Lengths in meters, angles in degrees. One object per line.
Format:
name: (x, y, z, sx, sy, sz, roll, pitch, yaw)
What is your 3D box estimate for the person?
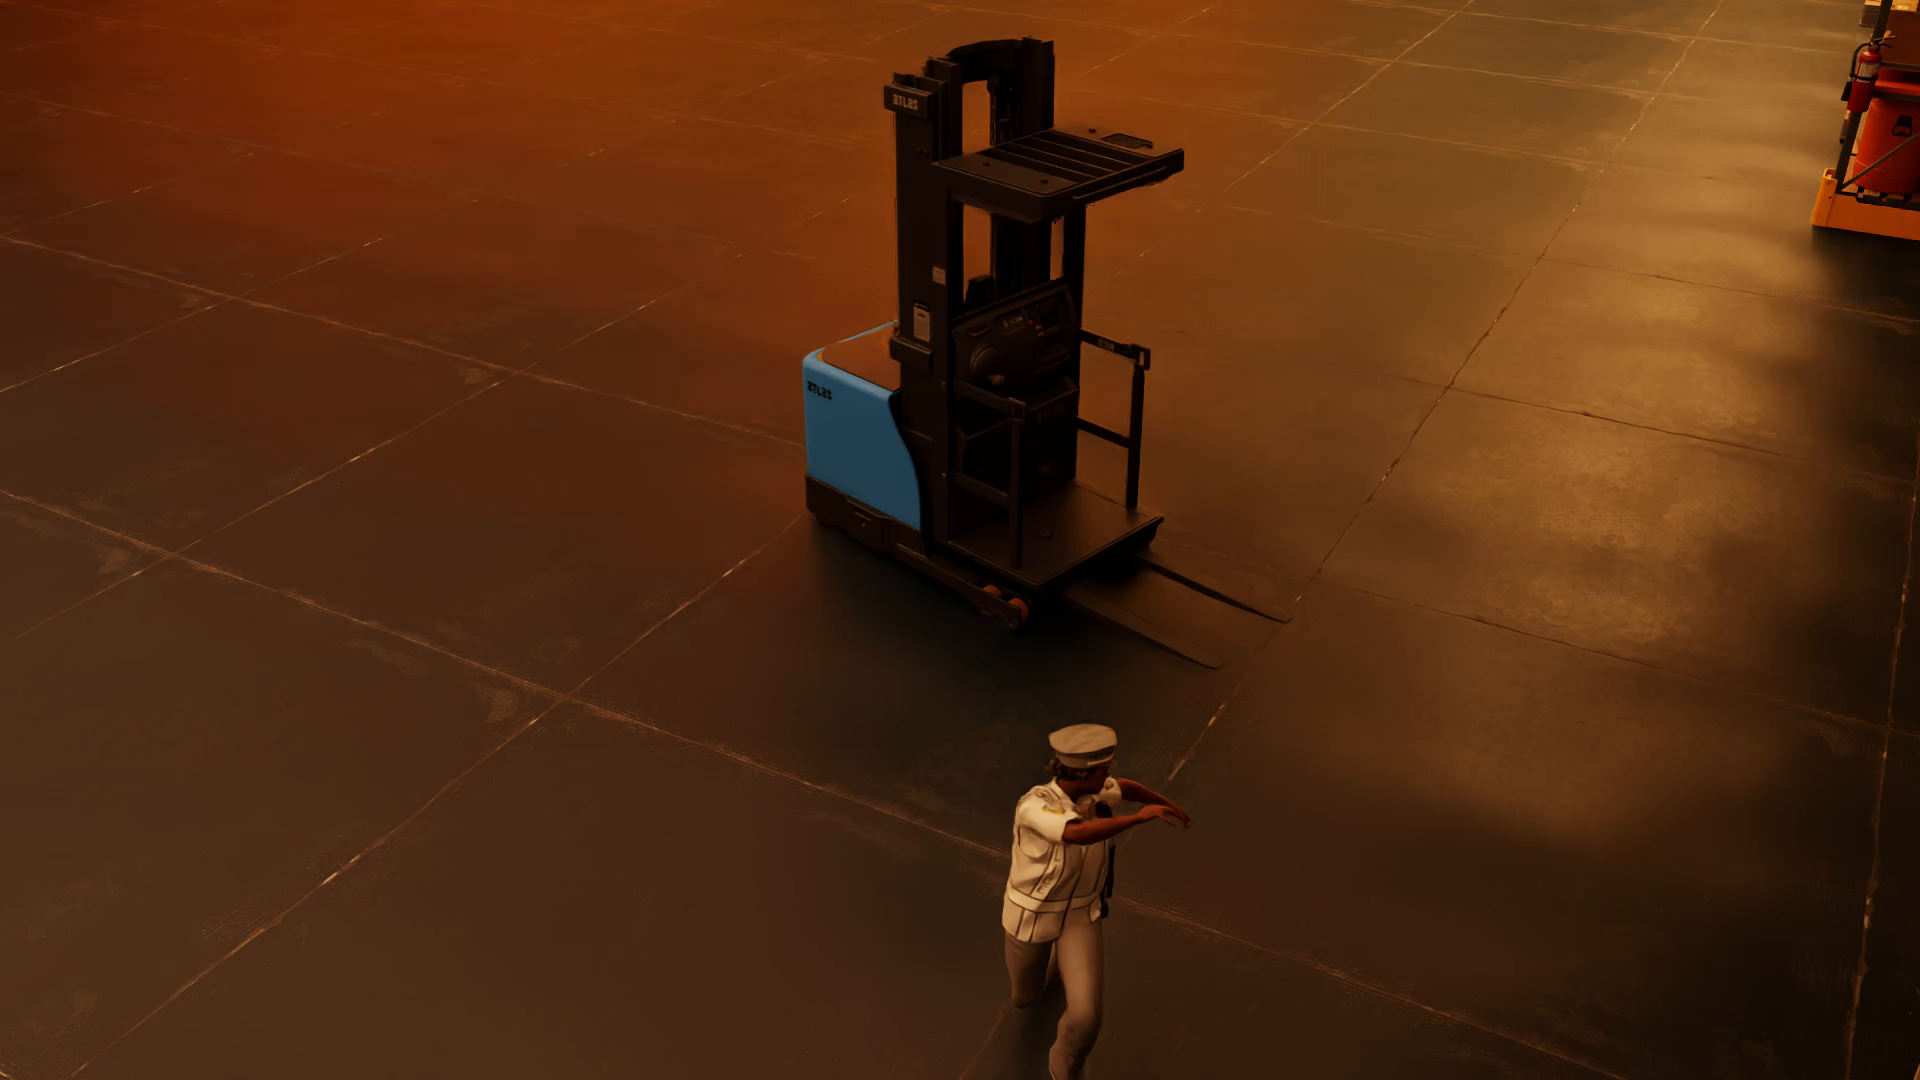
person: (0.576, 1.353, 6.295, 0.853, 1.386, 0.953, -6, 31, -11)

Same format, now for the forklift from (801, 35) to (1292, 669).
forklift: (0.455, -1.074, 8.932, 3.031, 2.935, 1.130, 26, 39, 37)
